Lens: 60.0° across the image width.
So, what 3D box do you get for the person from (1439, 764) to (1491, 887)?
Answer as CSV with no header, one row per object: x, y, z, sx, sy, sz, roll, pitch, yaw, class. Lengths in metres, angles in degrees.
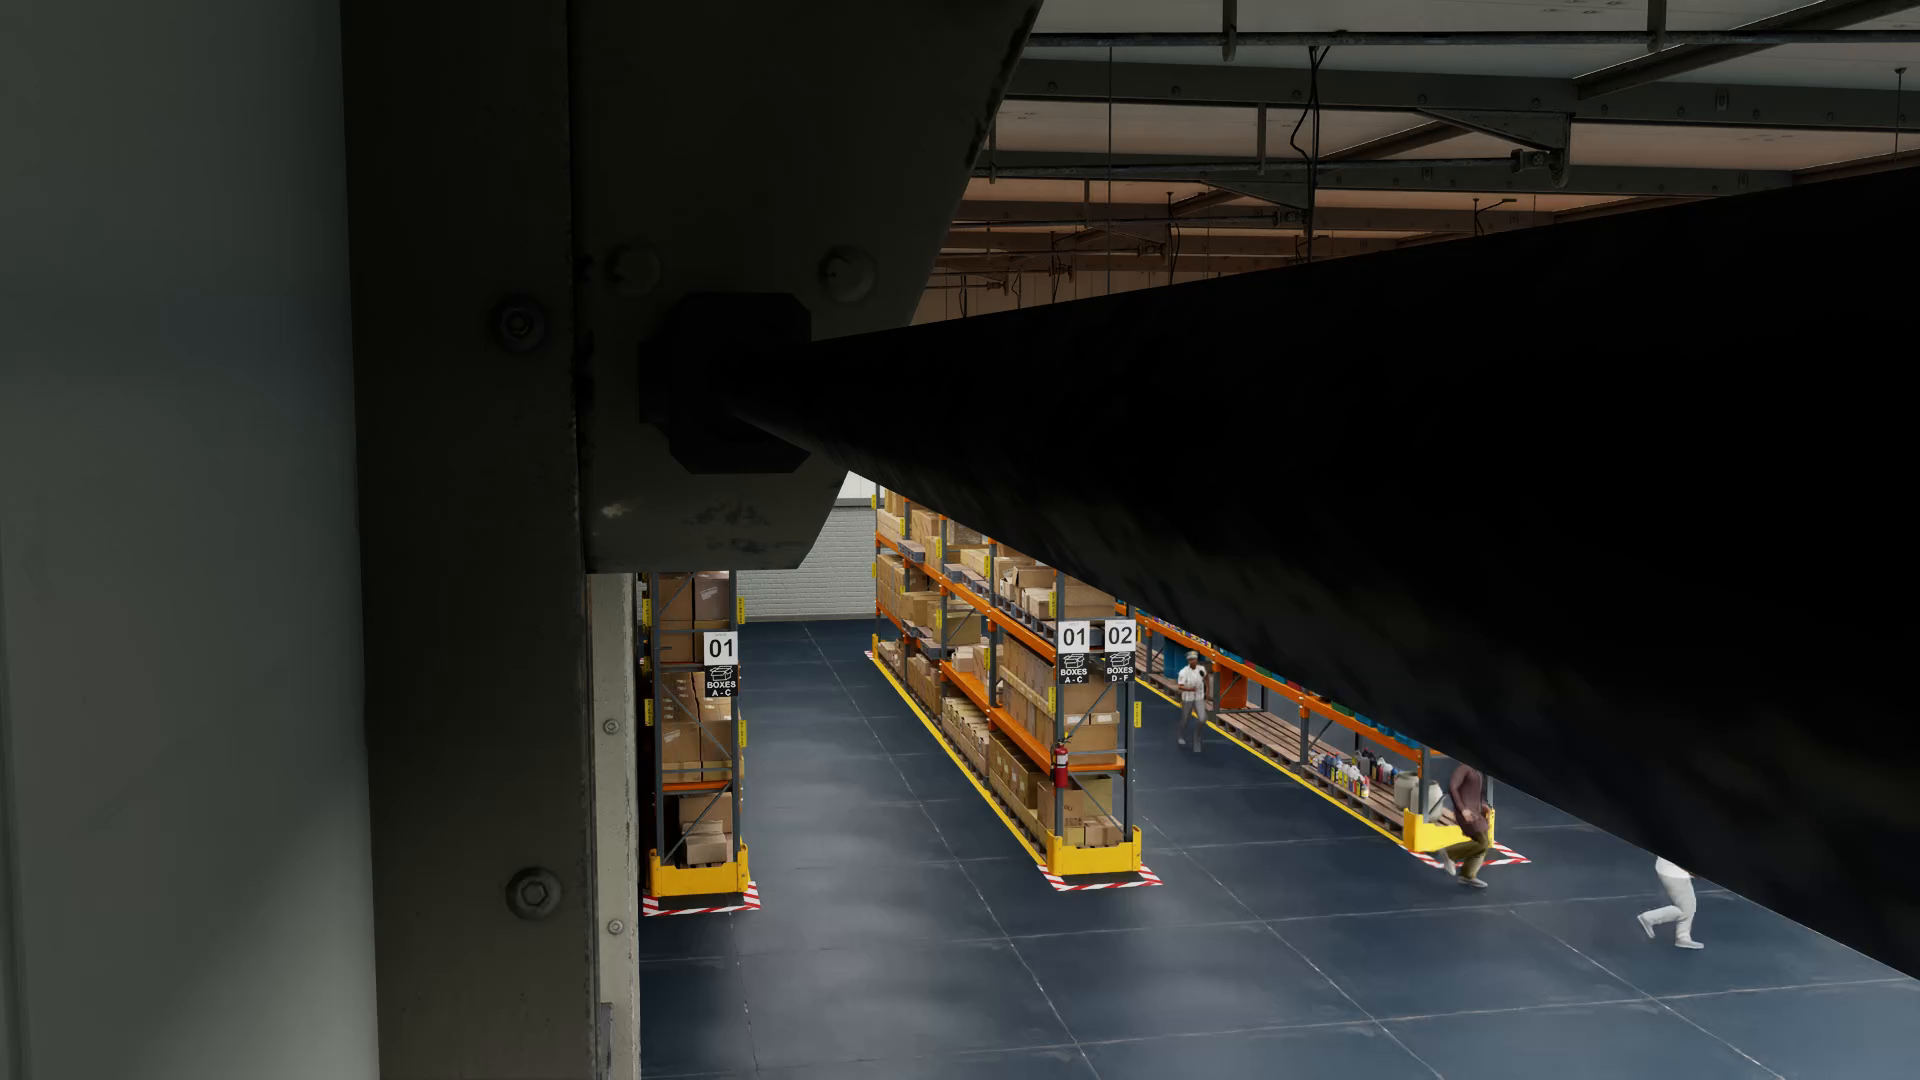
6.300,3.374,20.573,0.596,1.697,0.742,3,7,29,person

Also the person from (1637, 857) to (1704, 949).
7.787,3.655,18.169,0.714,1.628,0.625,1,6,9,person

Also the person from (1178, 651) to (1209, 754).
3.878,2.662,27.575,0.582,1.709,0.862,-1,6,-5,person
